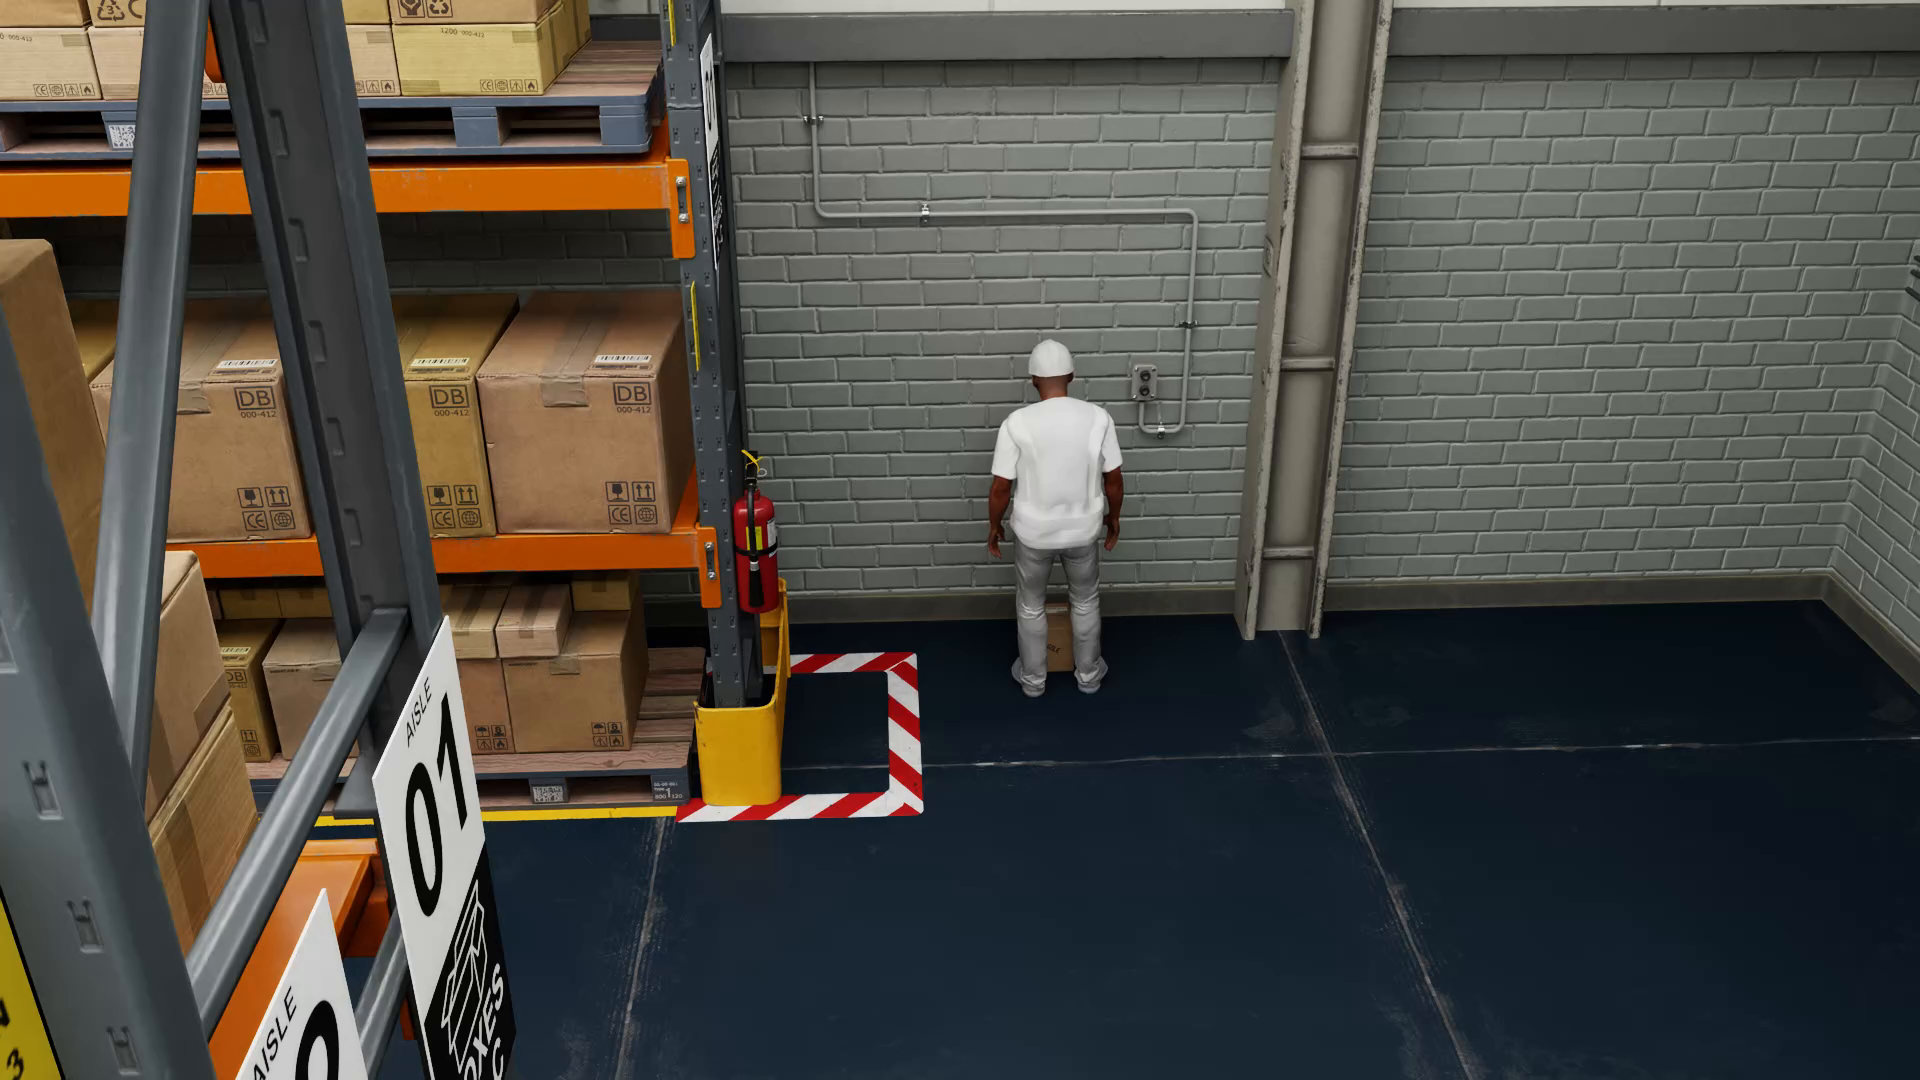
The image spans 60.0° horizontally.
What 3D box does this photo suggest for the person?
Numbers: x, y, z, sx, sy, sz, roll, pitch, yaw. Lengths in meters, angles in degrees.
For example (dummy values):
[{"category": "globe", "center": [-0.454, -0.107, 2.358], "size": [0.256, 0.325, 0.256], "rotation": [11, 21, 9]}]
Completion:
[{"category": "person", "center": [0.441, -0.079, 7.753], "size": [0.634, 1.760, 0.459], "rotation": [-3, 28, -6]}]
